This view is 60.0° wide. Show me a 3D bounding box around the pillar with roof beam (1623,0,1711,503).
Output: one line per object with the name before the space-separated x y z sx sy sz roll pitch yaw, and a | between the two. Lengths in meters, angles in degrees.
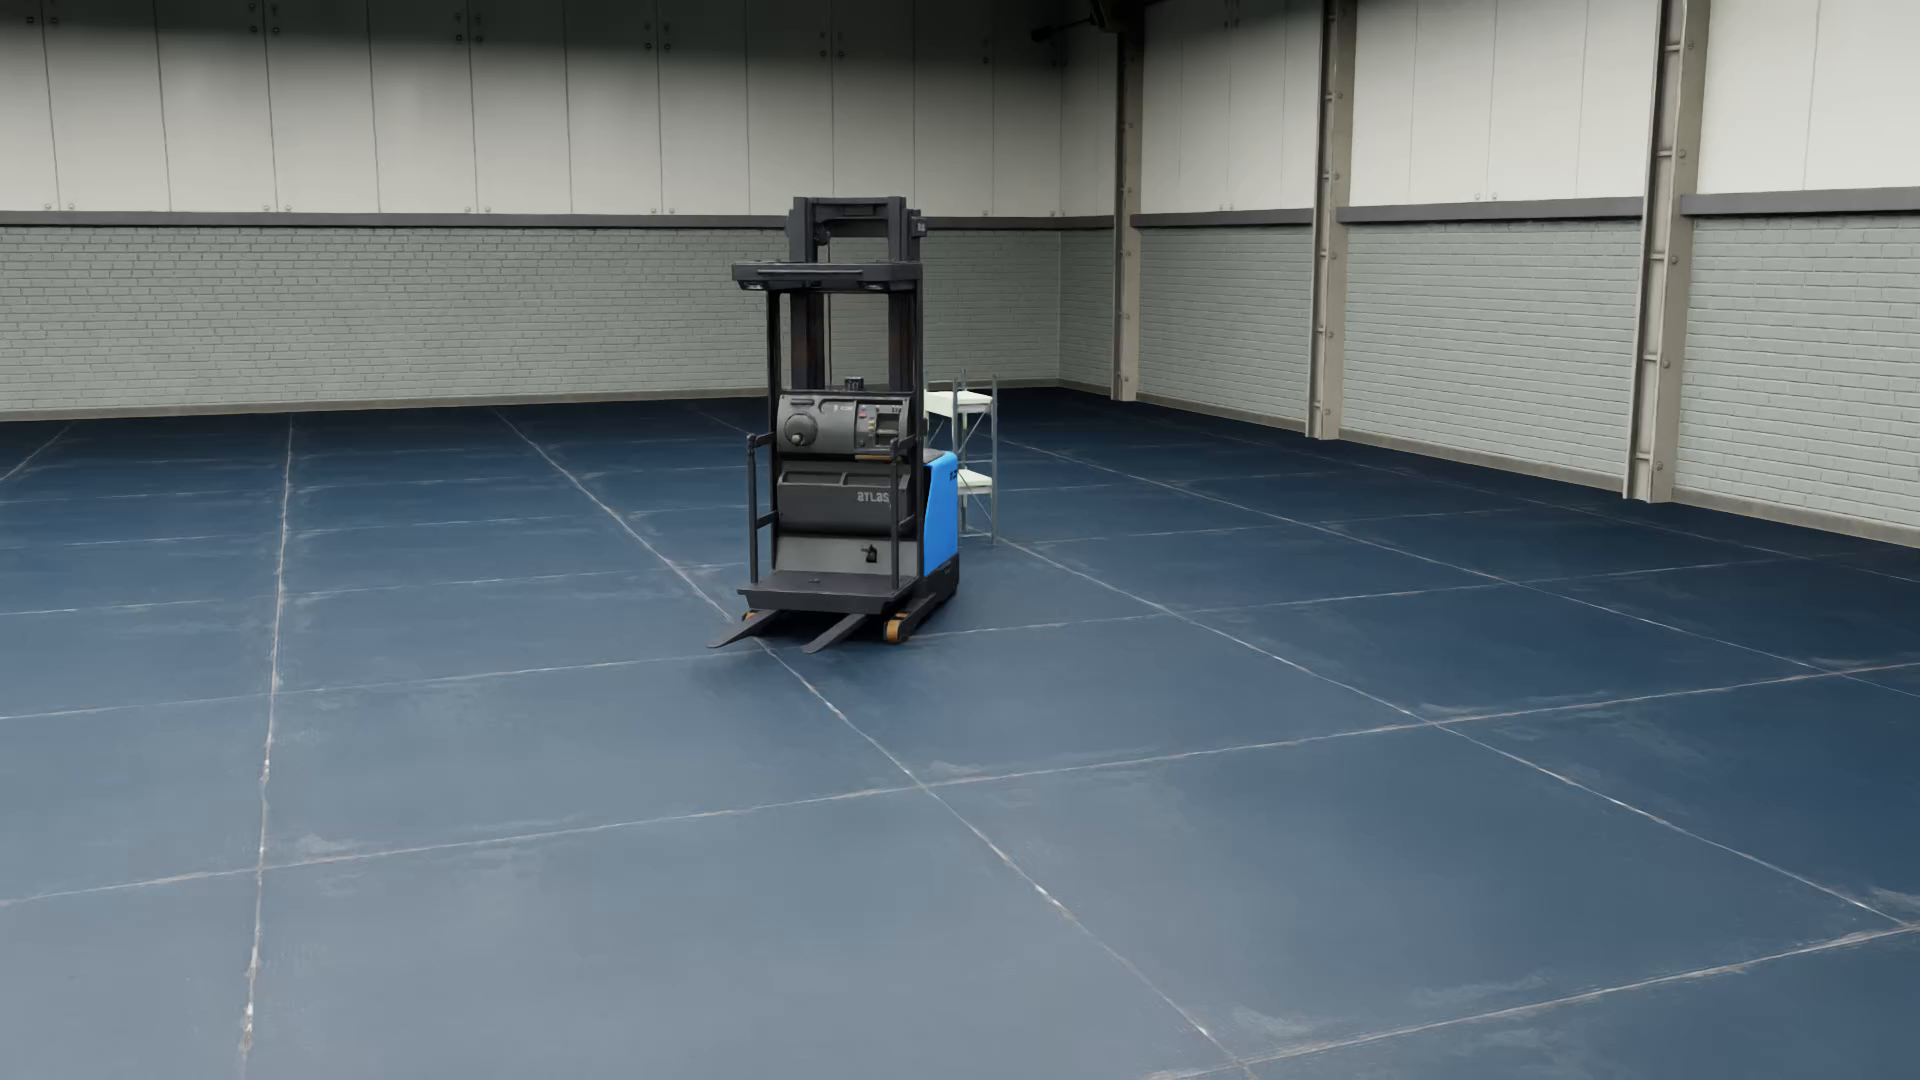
pillar with roof beam | 3.130 -4.576 14.948 9.100 9.000 0.400 -4 11 -21

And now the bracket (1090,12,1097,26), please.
bracket | 2.313 -8.625 27.435 0.235 0.232 0.430 -4 11 -21

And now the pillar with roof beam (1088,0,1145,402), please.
pillar with roof beam | -1.218 -6.534 25.960 9.100 9.000 0.548 -4 11 -21

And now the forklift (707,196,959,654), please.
forklift | -0.848 -0.825 11.188 1.130 2.935 3.031 2 10 13

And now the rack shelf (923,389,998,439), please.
rack shelf | -0.002 -1.124 14.727 0.431 0.370 0.720 -4 11 -21

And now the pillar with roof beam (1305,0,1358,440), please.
pillar with roof beam | 0.956 -5.555 20.454 9.100 9.000 0.400 -4 11 -21

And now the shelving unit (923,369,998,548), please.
shelving unit | -0.002 -0.739 14.795 0.431 1.500 0.755 -4 11 -21

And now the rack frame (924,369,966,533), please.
rack frame | -0.135 -0.799 15.131 0.400 1.500 0.023 -4 11 -21

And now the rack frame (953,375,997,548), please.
rack frame | 0.130 -0.680 14.459 0.400 1.500 0.023 -4 11 -21

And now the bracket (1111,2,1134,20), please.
bracket | 2.614 -8.489 26.673 0.235 0.232 0.430 -4 11 -21

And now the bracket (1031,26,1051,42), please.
bracket | 1.454 -9.012 29.610 0.235 0.232 0.430 -4 11 -21

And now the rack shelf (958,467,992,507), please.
rack shelf | -0.002 -0.419 14.852 0.431 0.370 0.720 -4 11 -21

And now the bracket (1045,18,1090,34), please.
bracket | 1.668 -8.915 29.068 0.076 0.066 3.189 -4 11 -21

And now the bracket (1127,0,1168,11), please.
bracket | 3.547 -8.069 24.309 0.076 0.066 4.783 -4 11 -21
